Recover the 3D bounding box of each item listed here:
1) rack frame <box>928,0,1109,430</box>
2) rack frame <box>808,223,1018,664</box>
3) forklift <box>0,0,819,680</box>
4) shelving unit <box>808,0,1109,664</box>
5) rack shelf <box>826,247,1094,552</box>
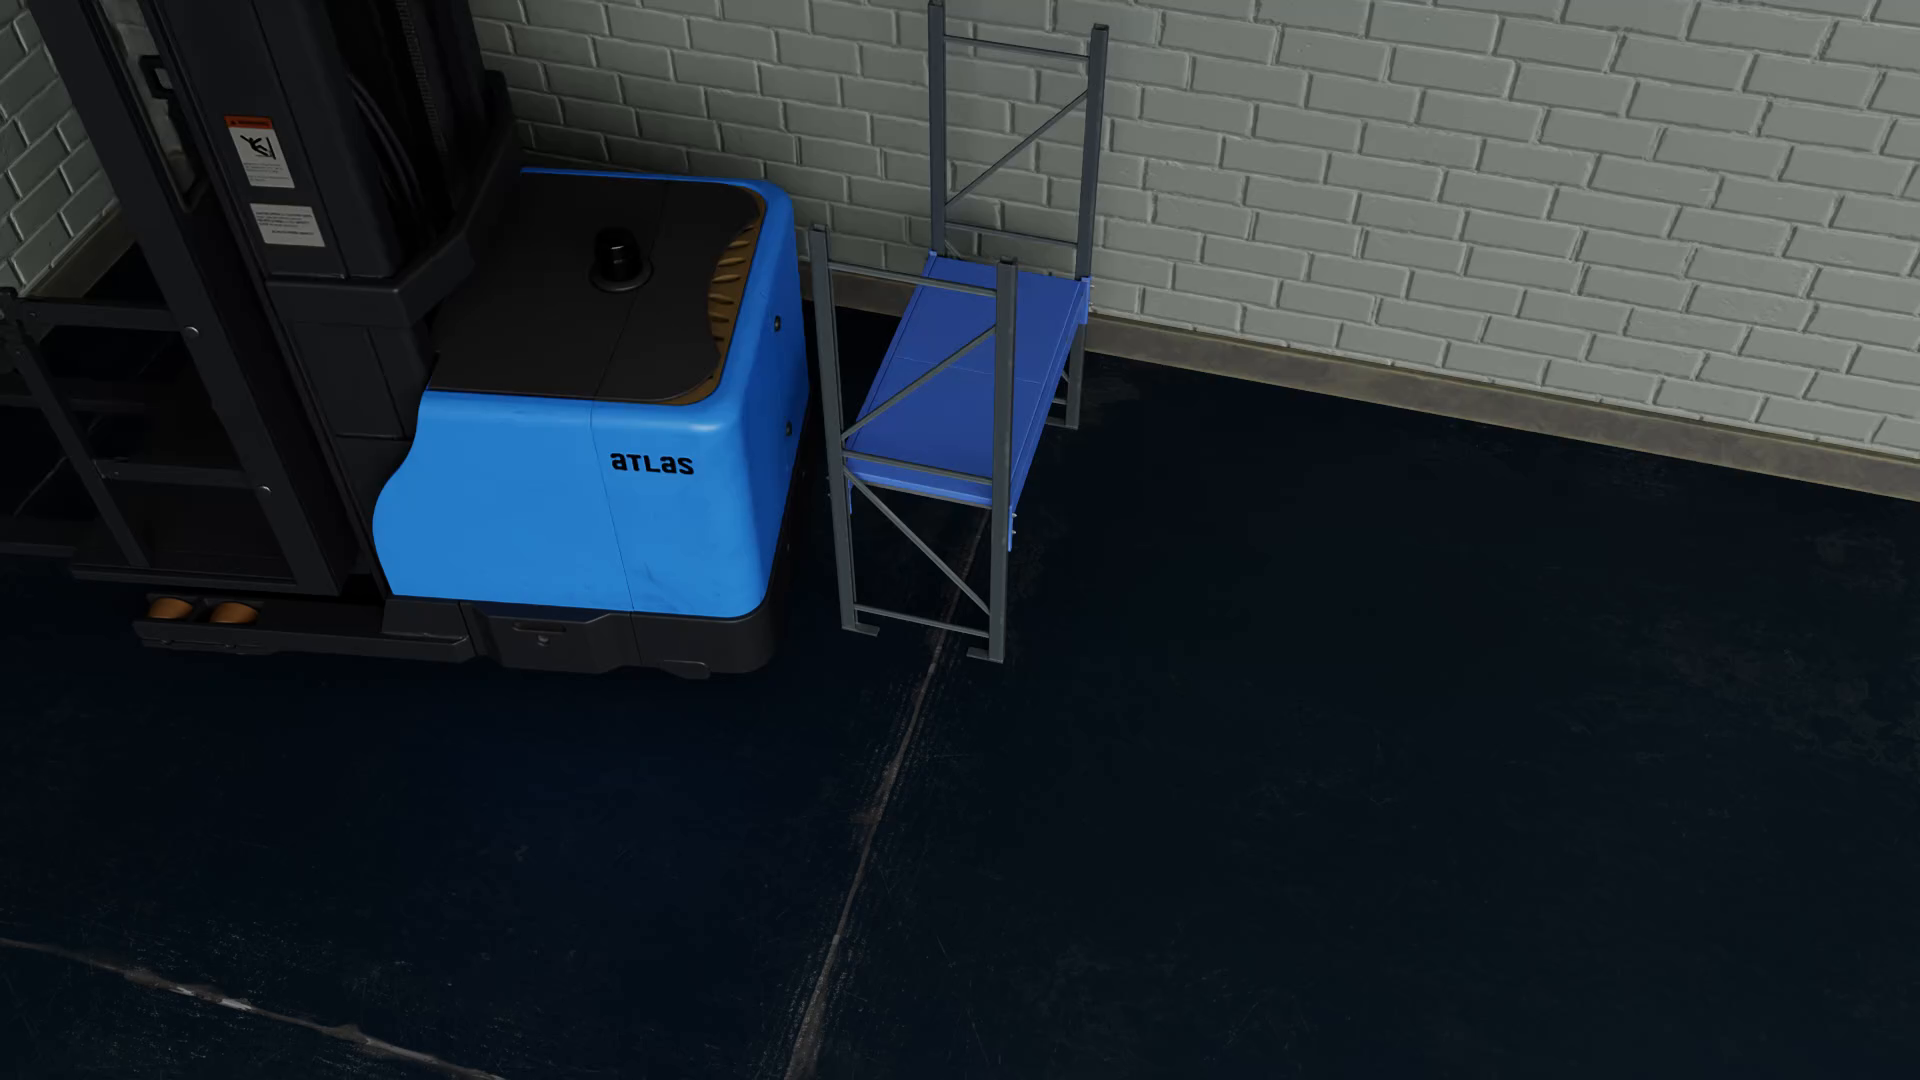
[{"bbox_3d":[0.156,-0.926,5.067,0.500,1.500,0.032,12,50,10],"label":"rack frame"},{"bbox_3d":[-0.111,-0.190,4.418,0.500,1.500,0.032,12,50,10],"label":"rack frame"},{"bbox_3d":[-2.008,-1.021,4.196,3.031,2.935,1.130,4,49,3],"label":"forklift"},{"bbox_3d":[0.022,-0.558,4.742,0.538,1.500,1.048,12,50,10],"label":"shelving unit"},{"bbox_3d":[0.022,-0.439,4.877,0.538,0.185,1.000,12,50,10],"label":"rack shelf"}]
